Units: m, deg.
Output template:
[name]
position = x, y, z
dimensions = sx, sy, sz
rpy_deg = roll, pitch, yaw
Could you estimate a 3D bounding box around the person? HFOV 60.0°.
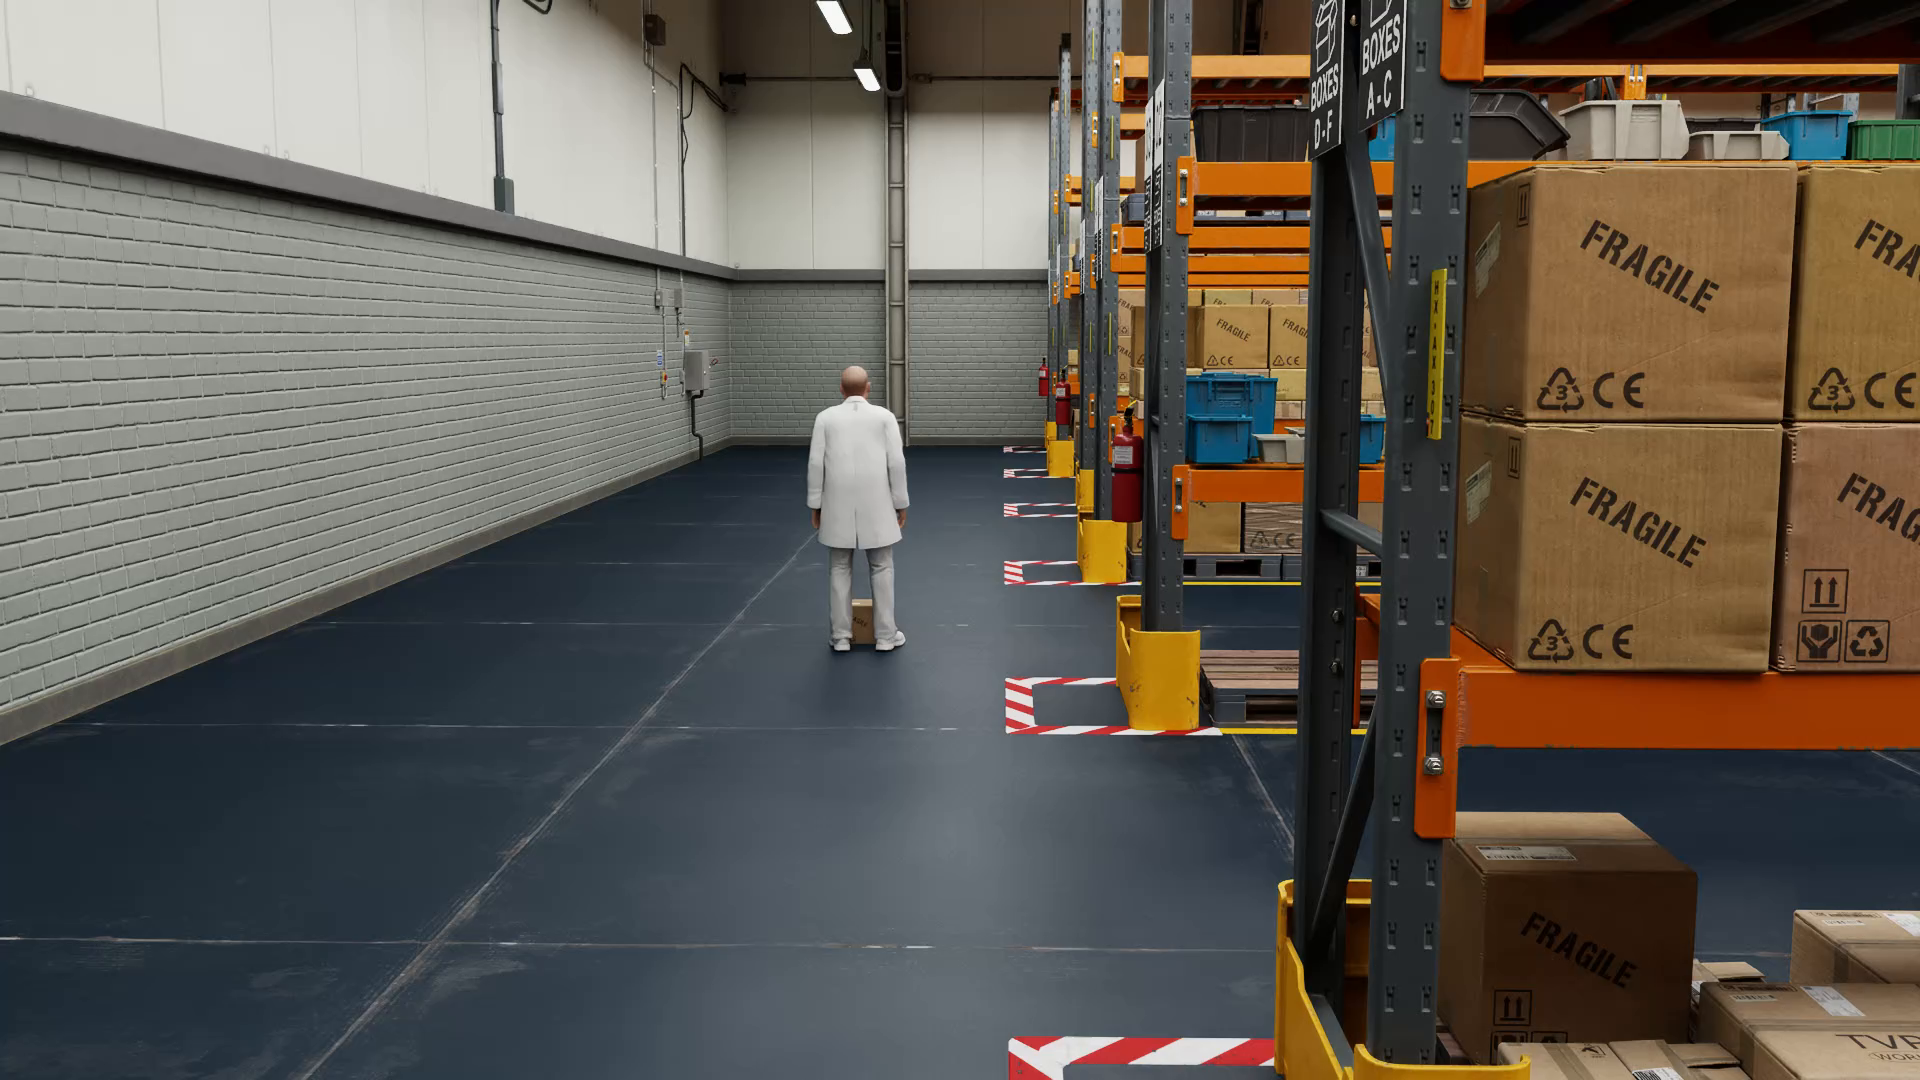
[person]
position = -0.638, -0.199, 10.426
dimensions = 0.643, 1.775, 0.423
rpy_deg = 0, 7, 2
